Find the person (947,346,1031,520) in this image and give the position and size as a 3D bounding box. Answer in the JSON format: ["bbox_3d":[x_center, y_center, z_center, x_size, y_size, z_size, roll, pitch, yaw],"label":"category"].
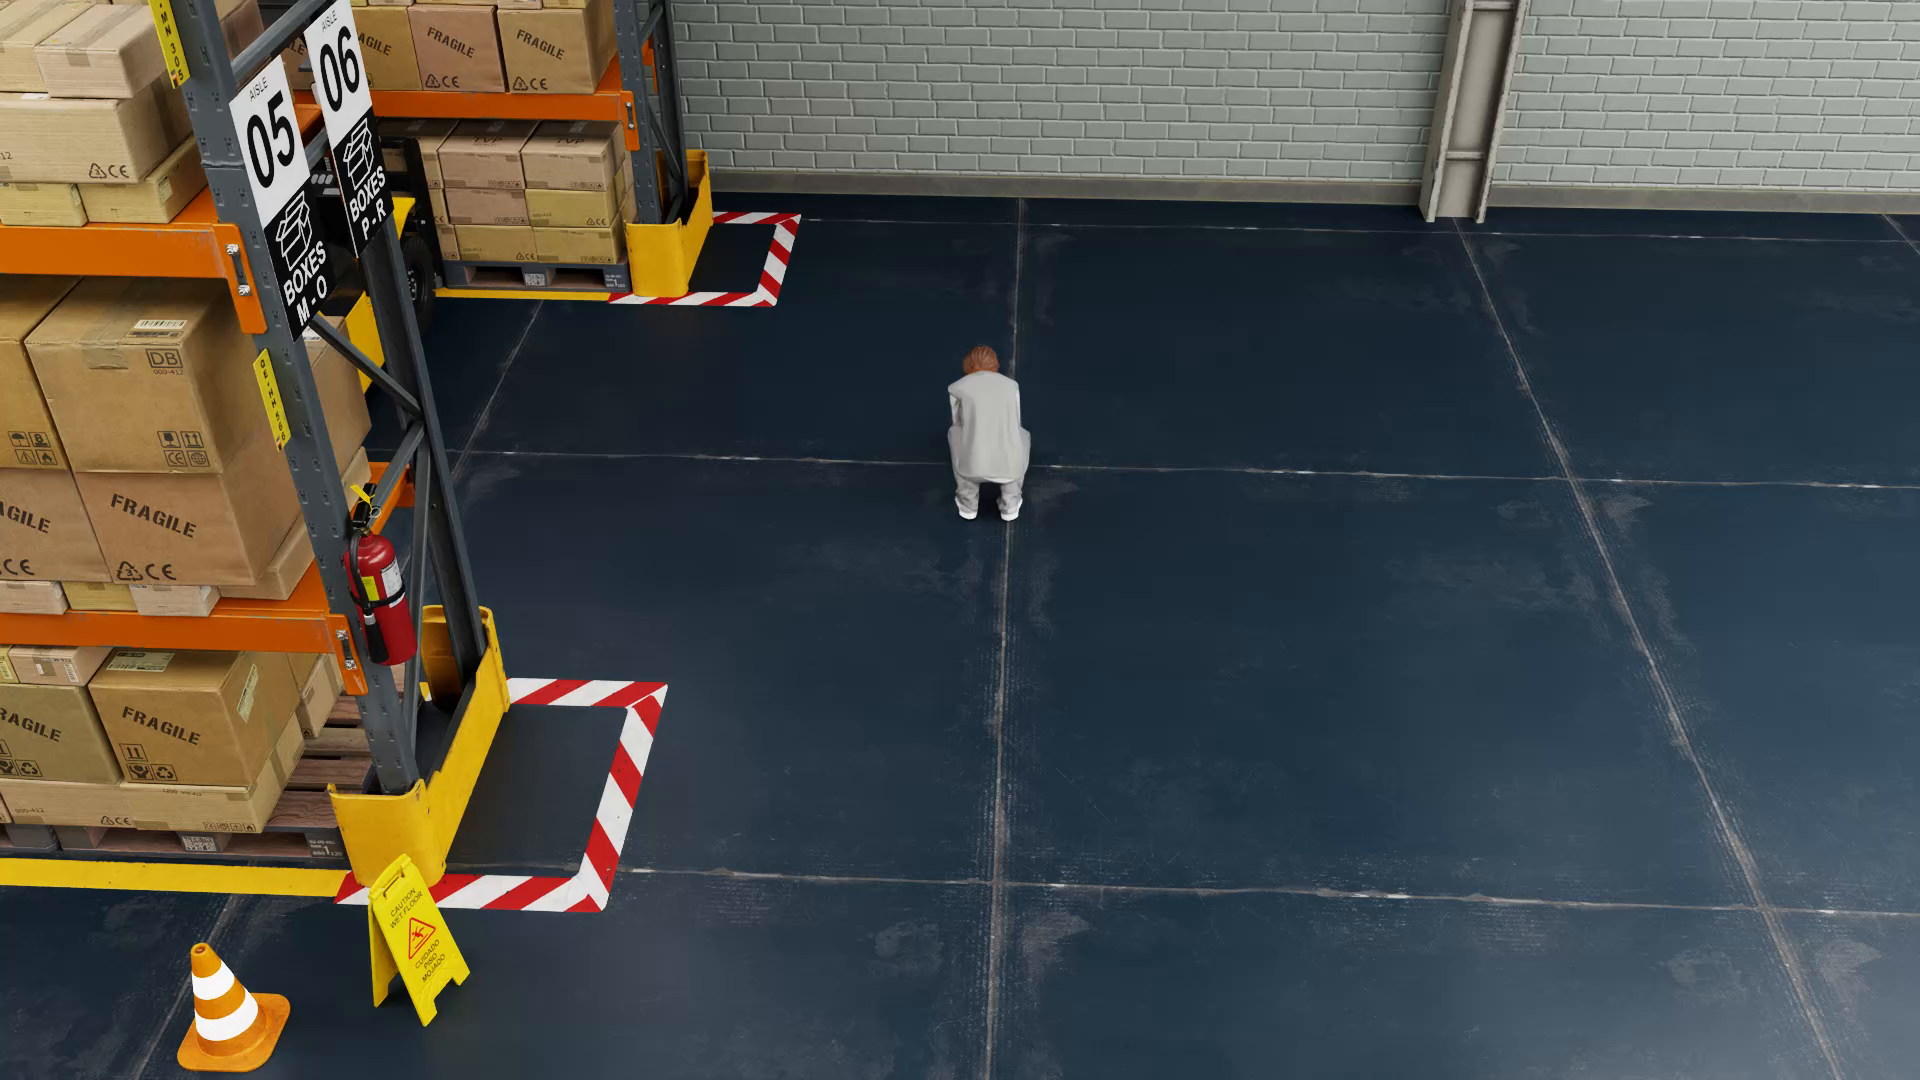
[{"bbox_3d":[0.149,-0.497,8.637,0.435,0.735,0.830,1,36,2],"label":"person"}]
